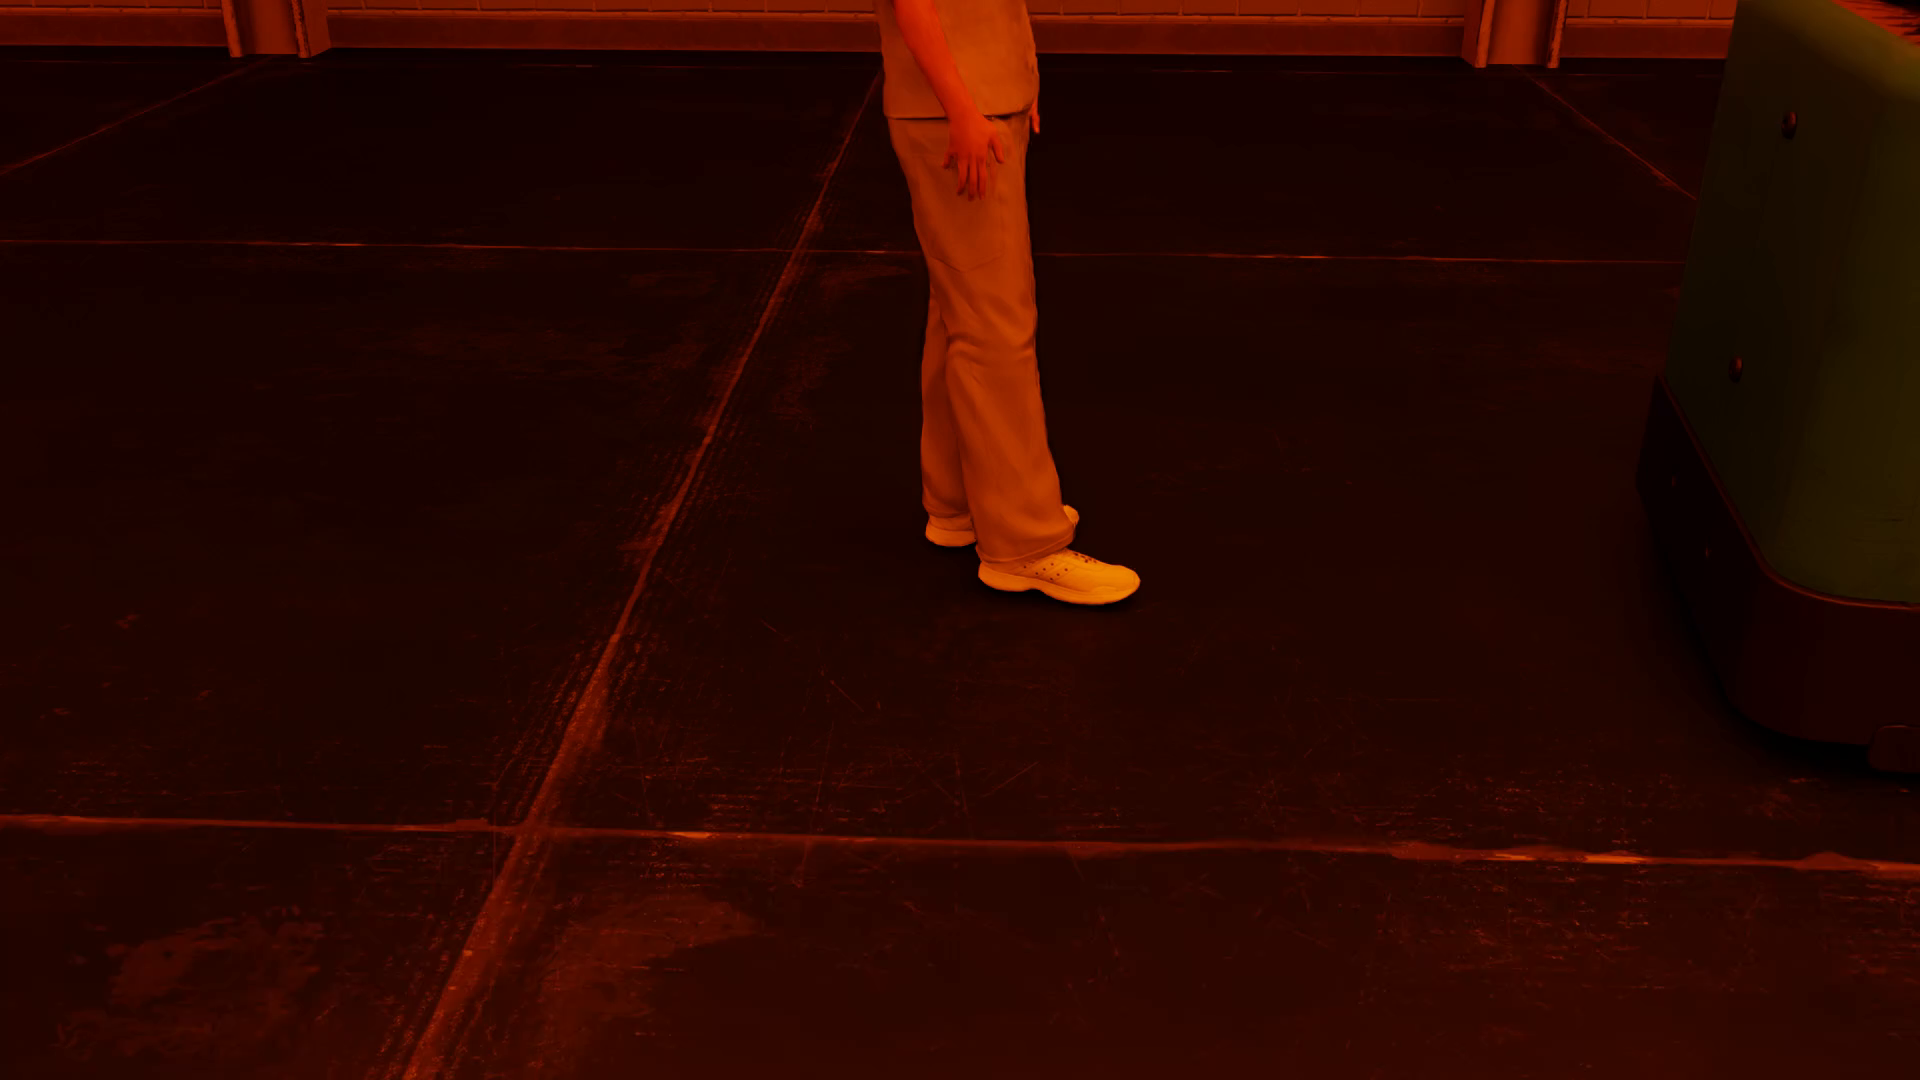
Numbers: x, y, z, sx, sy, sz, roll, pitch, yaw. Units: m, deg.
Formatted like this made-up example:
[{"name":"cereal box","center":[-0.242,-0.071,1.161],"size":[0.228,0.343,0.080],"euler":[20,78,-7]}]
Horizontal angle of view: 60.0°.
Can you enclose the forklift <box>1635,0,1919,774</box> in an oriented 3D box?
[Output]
[{"name":"forklift","center":[2.792,-1.056,2.159],"size":[3.031,2.935,1.130],"euler":[5,27,9]}]

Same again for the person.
[{"name":"person","center":[0.098,-0.748,2.947],"size":[0.558,1.677,0.526],"euler":[5,27,10]}]
